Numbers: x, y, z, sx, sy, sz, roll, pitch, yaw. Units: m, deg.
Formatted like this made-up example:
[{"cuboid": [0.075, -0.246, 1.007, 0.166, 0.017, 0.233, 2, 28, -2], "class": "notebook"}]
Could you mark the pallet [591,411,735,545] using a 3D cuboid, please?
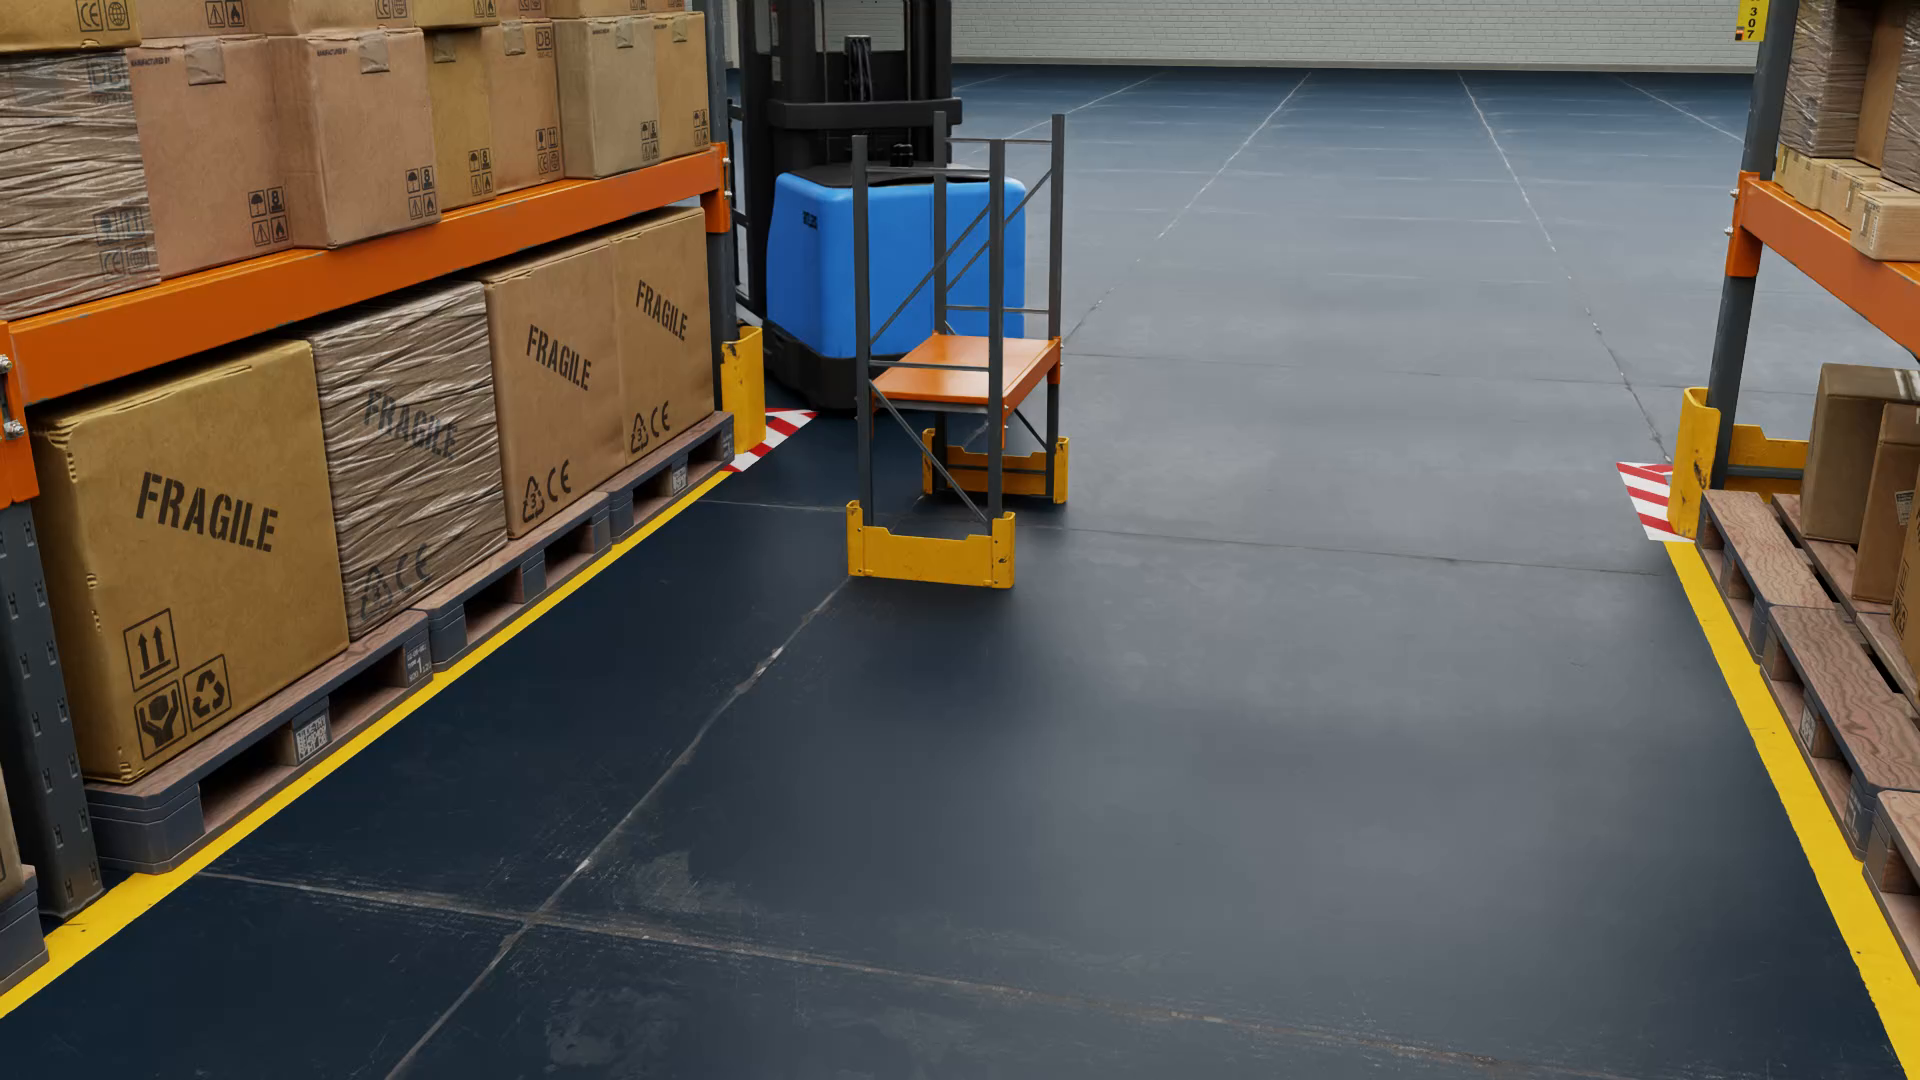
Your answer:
[{"cuboid": [-1.598, -0.305, 6.753, 1.003, 0.211, 1.213, 5, 19, 13], "class": "pallet"}]

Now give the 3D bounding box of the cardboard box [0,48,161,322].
[{"cuboid": [-2.378, -0.815, 3.700, 0.875, 0.550, 0.550, 5, 19, 13], "class": "cardboard box"}]

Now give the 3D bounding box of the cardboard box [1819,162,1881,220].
[{"cuboid": [2.809, -1.034, 4.963, 0.380, 0.149, 0.250, 5, 19, 13], "class": "cardboard box"}]

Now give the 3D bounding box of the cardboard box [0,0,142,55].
[{"cuboid": [-2.333, -1.322, 3.515, 0.875, 0.550, 0.550, 5, 19, 13], "class": "cardboard box"}]

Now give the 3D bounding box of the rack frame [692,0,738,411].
[{"cuboid": [-1.479, -1.881, 7.054, 1.000, 3.000, 0.127, 5, 19, 13], "class": "rack frame"}]

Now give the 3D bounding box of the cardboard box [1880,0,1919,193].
[{"cuboid": [2.975, -1.156, 4.316, 0.875, 0.500, 0.500, 5, 19, 13], "class": "cardboard box"}]

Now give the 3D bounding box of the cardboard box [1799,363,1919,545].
[{"cuboid": [3.137, -0.279, 5.581, 0.500, 0.500, 0.500, 9, 21, 23], "class": "cardboard box"}]

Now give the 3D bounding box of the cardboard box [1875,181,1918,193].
[{"cuboid": [2.706, -0.876, 4.500, 0.380, 0.149, 0.250, 5, 19, 13], "class": "cardboard box"}]

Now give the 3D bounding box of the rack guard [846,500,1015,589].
[{"cuboid": [-0.103, 0.014, 5.760, 0.587, 0.250, 0.087, 5, 19, 13], "class": "rack guard"}]

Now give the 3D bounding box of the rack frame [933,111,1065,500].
[{"cuboid": [0.145, -0.896, 6.490, 0.500, 1.500, 0.032, 5, 19, 13], "class": "rack frame"}]

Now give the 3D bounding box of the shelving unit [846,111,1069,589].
[{"cuboid": [0.019, -0.734, 6.015, 0.587, 1.500, 1.083, 5, 19, 13], "class": "shelving unit"}]

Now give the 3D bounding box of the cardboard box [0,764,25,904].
[{"cuboid": [-2.521, 0.440, 3.089, 1.050, 0.750, 0.750, 5, 19, 13], "class": "cardboard box"}]

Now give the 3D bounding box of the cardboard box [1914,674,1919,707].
[{"cuboid": [2.673, 0.277, 3.953, 0.500, 0.500, 0.500, 3, 19, 9], "class": "cardboard box"}]

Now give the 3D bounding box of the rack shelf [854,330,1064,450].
[{"cuboid": [0.021, -0.566, 6.082, 0.538, 0.185, 1.000, 5, 19, 13], "class": "rack shelf"}]

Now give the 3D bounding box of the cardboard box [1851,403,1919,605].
[{"cuboid": [3.024, -0.089, 5.025, 0.500, 0.500, 0.500, 10, 21, 28], "class": "cardboard box"}]

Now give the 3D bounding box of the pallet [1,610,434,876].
[{"cuboid": [-2.194, 0.460, 4.514, 1.003, 0.211, 1.213, 5, 19, 13], "class": "pallet"}]

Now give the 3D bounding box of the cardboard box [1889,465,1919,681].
[{"cuboid": [2.853, 0.106, 4.455, 0.500, 0.500, 0.500, 7, 20, 18], "class": "cardboard box"}]

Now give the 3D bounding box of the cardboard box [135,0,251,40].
[{"cuboid": [-2.311, -1.504, 4.047, 0.875, 0.550, 0.550, 5, 19, 13], "class": "cardboard box"}]

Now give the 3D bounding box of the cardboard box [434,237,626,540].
[{"cuboid": [-1.793, -0.581, 5.884, 0.875, 0.875, 0.875, 4, 19, 13], "class": "cardboard box"}]

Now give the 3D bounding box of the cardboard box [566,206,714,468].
[{"cuboid": [-1.580, -0.856, 6.692, 0.875, 0.875, 0.875, 5, 19, 14], "class": "cardboard box"}]

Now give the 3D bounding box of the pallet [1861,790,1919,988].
[{"cuboid": [2.459, 0.902, 3.219, 1.003, 0.211, 1.213, 5, 19, 13], "class": "pallet"}]

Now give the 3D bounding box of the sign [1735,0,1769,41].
[{"cuboid": [2.780, -1.910, 5.800, 0.100, 0.325, 0.005, 5, 19, 13], "class": "sign"}]

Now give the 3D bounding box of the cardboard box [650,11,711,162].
[{"cuboid": [-1.526, -1.832, 6.679, 0.875, 0.550, 0.550, 5, 19, 13], "class": "cardboard box"}]

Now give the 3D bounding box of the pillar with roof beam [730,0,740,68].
[{"cuboid": [-0.657, -14.386, 34.383, 9.100, 9.000, 0.400, 5, 19, 13], "class": "pillar with roof beam"}]

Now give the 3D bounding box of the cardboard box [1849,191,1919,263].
[{"cuboid": [2.545, -0.806, 4.294, 0.380, 0.149, 0.250, 5, 19, 13], "class": "cardboard box"}]

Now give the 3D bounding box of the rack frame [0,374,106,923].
[{"cuboid": [-2.456, -0.627, 3.383, 1.000, 3.000, 0.127, 5, 19, 13], "class": "rack frame"}]

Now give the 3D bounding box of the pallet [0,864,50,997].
[{"cuboid": [-2.572, 0.940, 3.108, 1.003, 0.211, 1.213, 5, 19, 13], "class": "pallet"}]

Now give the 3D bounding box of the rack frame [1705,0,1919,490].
[{"cuboid": [3.306, -1.458, 5.814, 1.000, 3.000, 0.127, 5, 19, 13], "class": "rack frame"}]

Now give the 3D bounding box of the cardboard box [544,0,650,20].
[{"cuboid": [-1.652, -2.170, 5.997, 0.875, 0.550, 0.550, 5, 19, 13], "class": "cardboard box"}]

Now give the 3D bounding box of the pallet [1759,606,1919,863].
[{"cuboid": [2.755, 0.519, 4.342, 1.003, 0.211, 1.213, 5, 19, 13], "class": "pallet"}]

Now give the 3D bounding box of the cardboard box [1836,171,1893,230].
[{"cuboid": [2.741, -0.956, 4.736, 0.380, 0.149, 0.250, 5, 19, 13], "class": "cardboard box"}]

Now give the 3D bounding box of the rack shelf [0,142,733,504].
[{"cuboid": [-1.968, -0.914, 5.335, 1.077, 0.370, 4.000, 5, 19, 13], "class": "rack shelf"}]

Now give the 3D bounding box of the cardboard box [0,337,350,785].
[{"cuboid": [-2.235, -0.012, 4.220, 0.875, 0.875, 0.875, 5, 19, 14], "class": "cardboard box"}]

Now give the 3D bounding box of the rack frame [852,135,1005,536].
[{"cuboid": [-0.103, -0.577, 5.557, 0.500, 1.500, 0.032, 5, 19, 13], "class": "rack frame"}]

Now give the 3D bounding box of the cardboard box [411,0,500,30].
[{"cuboid": [-1.924, -1.829, 4.999, 0.875, 0.550, 0.500, 5, 19, 13], "class": "cardboard box"}]

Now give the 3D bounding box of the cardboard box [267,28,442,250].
[{"cuboid": [-2.019, -1.149, 4.679, 0.875, 0.550, 0.550, 5, 19, 13], "class": "cardboard box"}]

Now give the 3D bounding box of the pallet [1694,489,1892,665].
[{"cuboid": [3.055, 0.138, 5.458, 1.003, 0.211, 1.213, 5, 19, 13], "class": "pallet"}]

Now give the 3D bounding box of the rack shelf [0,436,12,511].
[{"cuboid": [-2.945, 0.340, 1.664, 1.077, 0.370, 4.000, 5, 19, 13], "class": "rack shelf"}]

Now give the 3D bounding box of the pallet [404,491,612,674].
[{"cuboid": [-1.898, 0.077, 5.637, 1.003, 0.211, 1.213, 5, 19, 13], "class": "pallet"}]

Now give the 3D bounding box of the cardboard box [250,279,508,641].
[{"cuboid": [-2.018, -0.295, 5.048, 0.875, 0.875, 0.875, 5, 19, 14], "class": "cardboard box"}]

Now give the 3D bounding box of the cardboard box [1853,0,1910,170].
[{"cuboid": [3.139, -1.309, 4.765, 0.875, 0.500, 0.500, 5, 19, 13], "class": "cardboard box"}]

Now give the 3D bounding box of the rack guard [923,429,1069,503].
[{"cuboid": [0.140, -0.298, 6.674, 0.587, 0.250, 0.087, 5, 19, 13], "class": "rack guard"}]

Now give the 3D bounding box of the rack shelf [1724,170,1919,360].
[{"cuboid": [2.817, -0.490, 4.095, 1.077, 0.370, 4.000, 5, 19, 13], "class": "rack shelf"}]

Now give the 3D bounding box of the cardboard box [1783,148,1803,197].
[{"cuboid": [2.926, -1.191, 5.423, 0.380, 0.149, 0.250, 5, 19, 13], "class": "cardboard box"}]

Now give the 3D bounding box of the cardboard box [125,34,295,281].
[{"cuboid": [-2.265, -0.989, 4.210, 0.875, 0.550, 0.550, 5, 19, 13], "class": "cardboard box"}]

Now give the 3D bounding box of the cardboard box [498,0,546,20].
[{"cuboid": [-1.921, -2.005, 5.515, 0.875, 0.550, 0.550, 5, 19, 13], "class": "cardboard box"}]

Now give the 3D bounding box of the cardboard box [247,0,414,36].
[{"cuboid": [-2.046, -1.662, 4.510, 0.875, 0.550, 0.550, 5, 19, 13], "class": "cardboard box"}]

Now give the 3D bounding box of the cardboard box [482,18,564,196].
[{"cuboid": [-1.897, -1.492, 5.684, 0.875, 0.550, 0.550, 5, 19, 13], "class": "cardboard box"}]

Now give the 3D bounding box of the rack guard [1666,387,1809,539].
[{"cuboid": [3.288, -0.251, 6.149, 1.175, 0.500, 0.348, 5, 19, 13], "class": "rack guard"}]

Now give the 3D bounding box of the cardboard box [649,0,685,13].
[{"cuboid": [-1.607, -2.350, 6.523, 0.875, 0.550, 0.550, 5, 19, 13], "class": "cardboard box"}]

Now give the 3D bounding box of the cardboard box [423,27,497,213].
[{"cuboid": [-1.987, -1.323, 5.188, 0.875, 0.550, 0.500, 5, 19, 13], "class": "cardboard box"}]

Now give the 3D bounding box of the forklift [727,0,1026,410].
[{"cuboid": [-0.685, -2.436, 8.785, 1.130, 2.935, 3.031, -7, 20, -20], "class": "forklift"}]

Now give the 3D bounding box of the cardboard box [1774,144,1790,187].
[{"cuboid": [3.005, -1.268, 5.648, 0.380, 0.149, 0.250, 5, 19, 13], "class": "cardboard box"}]

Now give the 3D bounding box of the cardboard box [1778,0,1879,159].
[{"cuboid": [3.145, -1.475, 5.252, 0.875, 0.500, 0.500, 5, 19, 13], "class": "cardboard box"}]

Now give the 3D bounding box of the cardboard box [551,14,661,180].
[{"cuboid": [-1.639, -1.658, 6.169, 0.875, 0.550, 0.550, 5, 19, 13], "class": "cardboard box"}]

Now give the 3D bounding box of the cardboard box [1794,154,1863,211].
[{"cuboid": [2.850, -1.114, 5.198, 0.380, 0.149, 0.250, 5, 19, 13], "class": "cardboard box"}]

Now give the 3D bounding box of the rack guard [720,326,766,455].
[{"cuboid": [-1.473, -0.706, 7.480, 1.175, 0.500, 0.348, 5, 19, 13], "class": "rack guard"}]
